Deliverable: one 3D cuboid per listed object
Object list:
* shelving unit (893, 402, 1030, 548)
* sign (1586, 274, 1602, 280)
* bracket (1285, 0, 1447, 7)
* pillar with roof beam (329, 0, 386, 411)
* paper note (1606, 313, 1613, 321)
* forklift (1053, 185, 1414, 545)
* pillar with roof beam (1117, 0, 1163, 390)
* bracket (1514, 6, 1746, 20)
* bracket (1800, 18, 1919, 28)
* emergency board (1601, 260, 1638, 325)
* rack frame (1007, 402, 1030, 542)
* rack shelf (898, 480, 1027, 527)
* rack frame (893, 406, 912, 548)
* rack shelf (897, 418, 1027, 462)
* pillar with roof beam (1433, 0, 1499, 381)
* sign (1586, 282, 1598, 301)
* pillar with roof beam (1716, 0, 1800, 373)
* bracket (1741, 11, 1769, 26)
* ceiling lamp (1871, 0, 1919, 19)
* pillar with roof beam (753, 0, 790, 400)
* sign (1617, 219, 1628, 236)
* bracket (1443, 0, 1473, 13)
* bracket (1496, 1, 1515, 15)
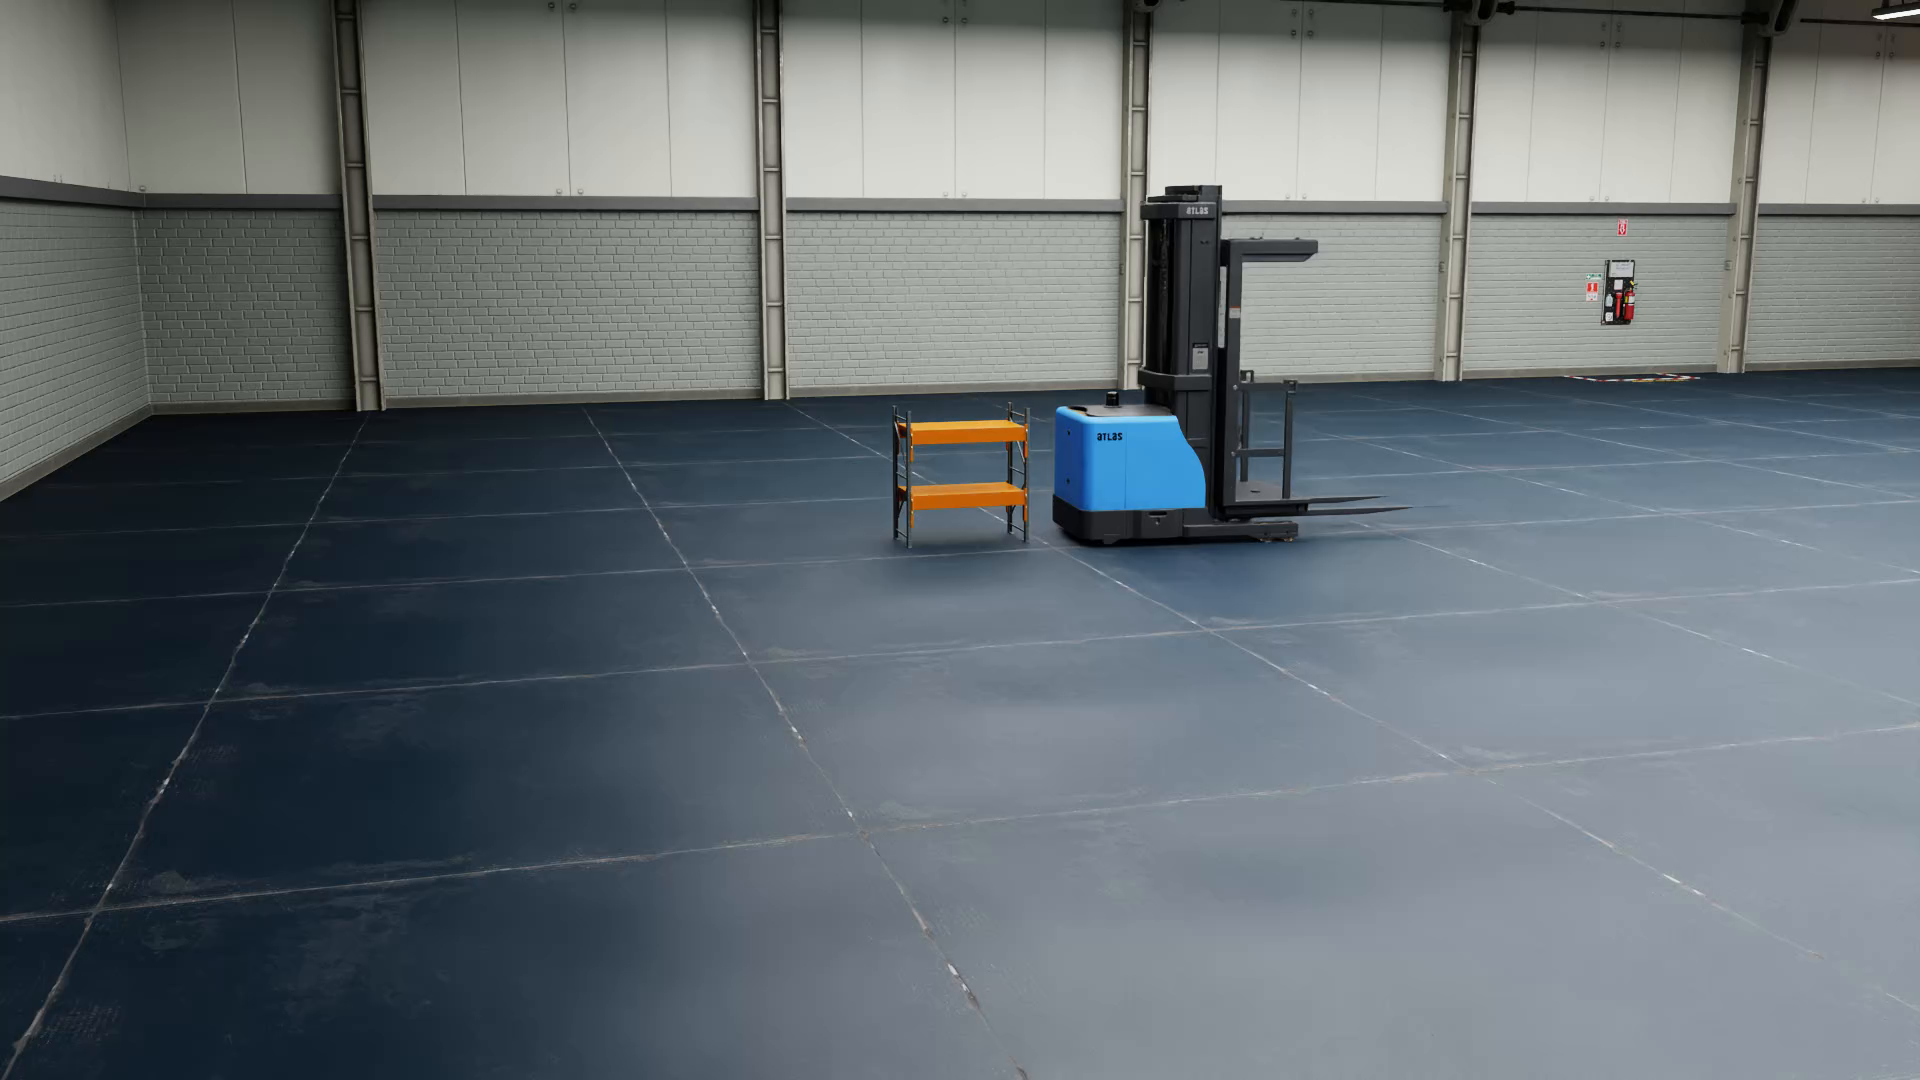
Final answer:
[{"bbox_3d":[0.006,-0.554,13.947,1.048,1.125,0.538,-3,11,-16],"label":"shelving unit"},{"bbox_3d":[11.447,-4.756,30.036,0.331,0.109,0.001,-3,11,-16],"label":"sign"},{"bbox_3d":[5.833,-8.811,27.111,4.783,0.066,0.076,-3,11,-16],"label":"bracket"},{"bbox_3d":[-7.457,-5.596,19.586,0.400,9.000,9.100,-3,11,-16],"label":"pillar with roof beam"},{"bbox_3d":[11.811,-4.059,30.245,0.142,0.148,0.016,-3,11,-16],"label":"paper note"},{"bbox_3d":[2.381,-1.514,14.175,3.031,2.935,1.130,-2,11,-11],"label":"forklift"},{"bbox_3d":[4.065,-6.203,22.885,0.548,9.000,9.100,-3,11,-16],"label":"pillar with roof beam"},{"bbox_3d":[11.594,-9.115,28.761,4.783,0.066,0.076,-3,11,-16],"label":"bracket"},{"bbox_3d":[17.355,-9.418,30.410,4.783,0.066,0.076,-3,11,-16],"label":"bracket"},{"bbox_3d":[12.000,-4.490,30.149,0.643,1.169,0.194,-3,11,-16],"label":"emergency board"},{"bbox_3d":[0.495,-0.579,14.086,0.032,1.125,0.500,-3,11,-16],"label":"rack frame"},{"bbox_3d":[0.006,-0.313,13.991,1.000,0.278,0.538,-3,11,-16],"label":"rack shelf"},{"bbox_3d":[-0.482,-0.528,13.807,0.032,1.125,0.500,-3,11,-16],"label":"rack frame"},{"bbox_3d":[0.006,-0.841,13.894,1.000,0.278,0.538,-3,11,-16],"label":"rack shelf"},{"bbox_3d":[9.826,-6.506,24.534,0.548,9.000,9.100,-3,11,-16],"label":"pillar with roof beam"},{"bbox_3d":[11.440,-4.497,30.091,0.234,0.329,0.001,-3,11,-16],"label":"sign"},{"bbox_3d":[15.586,-6.810,26.184,0.548,9.000,9.100,-3,11,-16],"label":"pillar with roof beam"},{"bbox_3d":[14.084,-9.246,29.474,0.430,0.232,0.235,-3,11,-16],"label":"bracket"},{"bbox_3d":[14.353,-9.492,24.631,0.800,3.185,2.000,-3,11,-16],"label":"ceiling lamp"},{"bbox_3d":[-1.696,-5.899,21.236,0.400,9.000,9.100,-3,11,-16],"label":"pillar with roof beam"},{"bbox_3d":[11.964,-5.647,30.031,0.199,0.298,0.001,-3,11,-16],"label":"sign"},{"bbox_3d":[8.323,-8.942,27.824,0.430,0.232,0.235,-3,11,-16],"label":"bracket"},{"bbox_3d":[9.120,-8.984,28.052,0.430,0.232,0.235,-3,11,-16],"label":"bracket"}]
